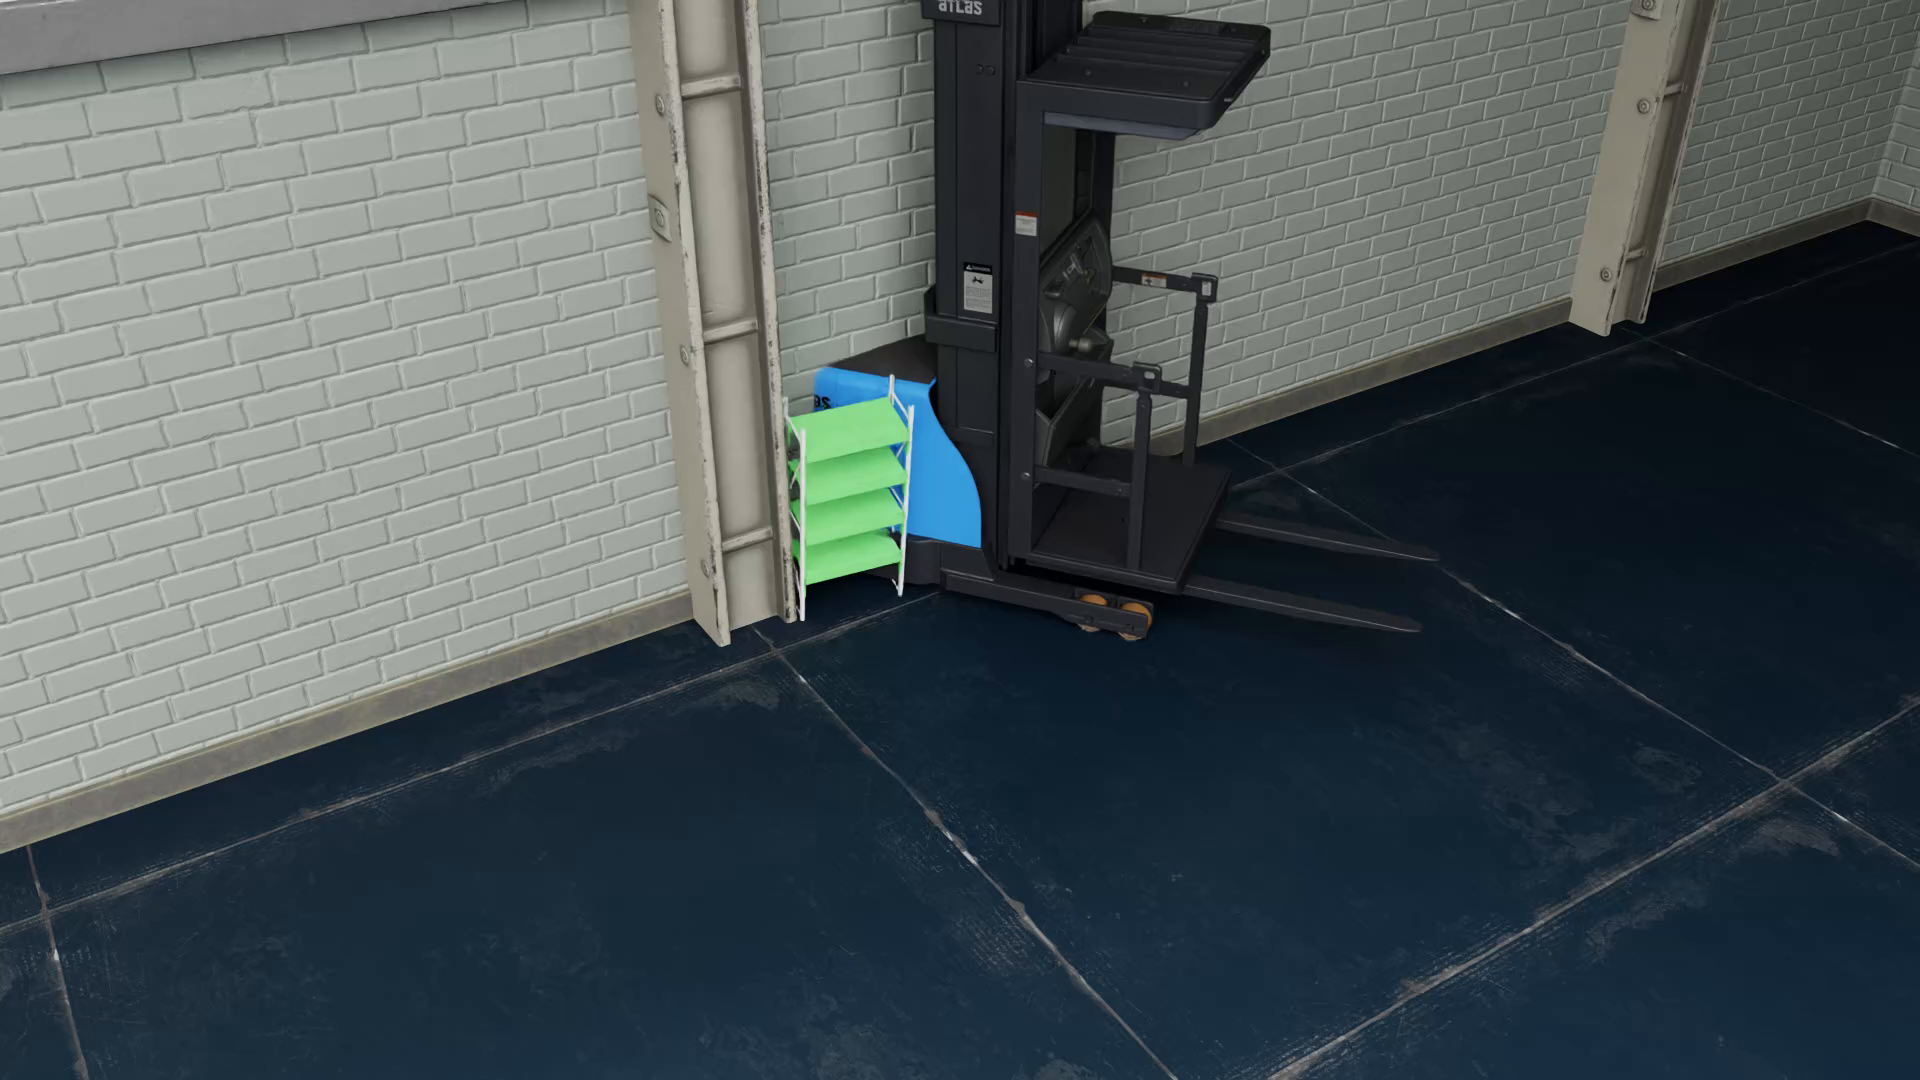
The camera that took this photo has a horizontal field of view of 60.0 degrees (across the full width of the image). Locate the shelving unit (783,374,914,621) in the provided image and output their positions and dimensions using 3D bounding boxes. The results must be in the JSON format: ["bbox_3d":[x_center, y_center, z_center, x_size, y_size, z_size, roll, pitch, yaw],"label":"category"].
[{"bbox_3d":[-0.513,-0.147,7.463,0.503,1.200,0.258,-14,46,-20],"label":"shelving unit"}]

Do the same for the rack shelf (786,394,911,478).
[{"bbox_3d":[-0.485,-0.452,7.181,0.480,0.148,0.258,-14,46,-20],"label":"rack shelf"}]

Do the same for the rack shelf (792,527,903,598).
[{"bbox_3d":[-0.533,0.075,7.669,0.480,0.148,0.258,-14,46,-20],"label":"rack shelf"}]

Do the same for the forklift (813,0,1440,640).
[{"bbox_3d":[0.697,-1.108,7.259,3.031,2.935,1.130,11,34,17],"label":"forklift"}]

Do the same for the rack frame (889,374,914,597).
[{"bbox_3d":[-0.290,-0.203,7.545,0.015,1.200,0.240,-14,46,-20],"label":"rack frame"}]

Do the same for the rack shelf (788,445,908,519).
[{"bbox_3d":[-0.501,-0.276,7.344,0.480,0.148,0.258,-14,46,-20],"label":"rack shelf"}]

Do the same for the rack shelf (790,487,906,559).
[{"bbox_3d":[-0.517,-0.101,7.506,0.480,0.148,0.258,-14,46,-20],"label":"rack shelf"}]

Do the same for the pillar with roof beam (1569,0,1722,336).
[{"bbox_3d":[6.378,-3.254,4.973,0.400,9.000,9.100,-19,37,-27],"label":"pillar with roof beam"}]

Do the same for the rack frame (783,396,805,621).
[{"bbox_3d":[-0.736,-0.092,7.381,0.015,1.200,0.240,-14,46,-20],"label":"rack frame"}]

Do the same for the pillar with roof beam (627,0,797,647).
[{"bbox_3d":[1.335,-1.519,2.224,0.400,9.000,9.100,-19,37,-27],"label":"pillar with roof beam"}]
